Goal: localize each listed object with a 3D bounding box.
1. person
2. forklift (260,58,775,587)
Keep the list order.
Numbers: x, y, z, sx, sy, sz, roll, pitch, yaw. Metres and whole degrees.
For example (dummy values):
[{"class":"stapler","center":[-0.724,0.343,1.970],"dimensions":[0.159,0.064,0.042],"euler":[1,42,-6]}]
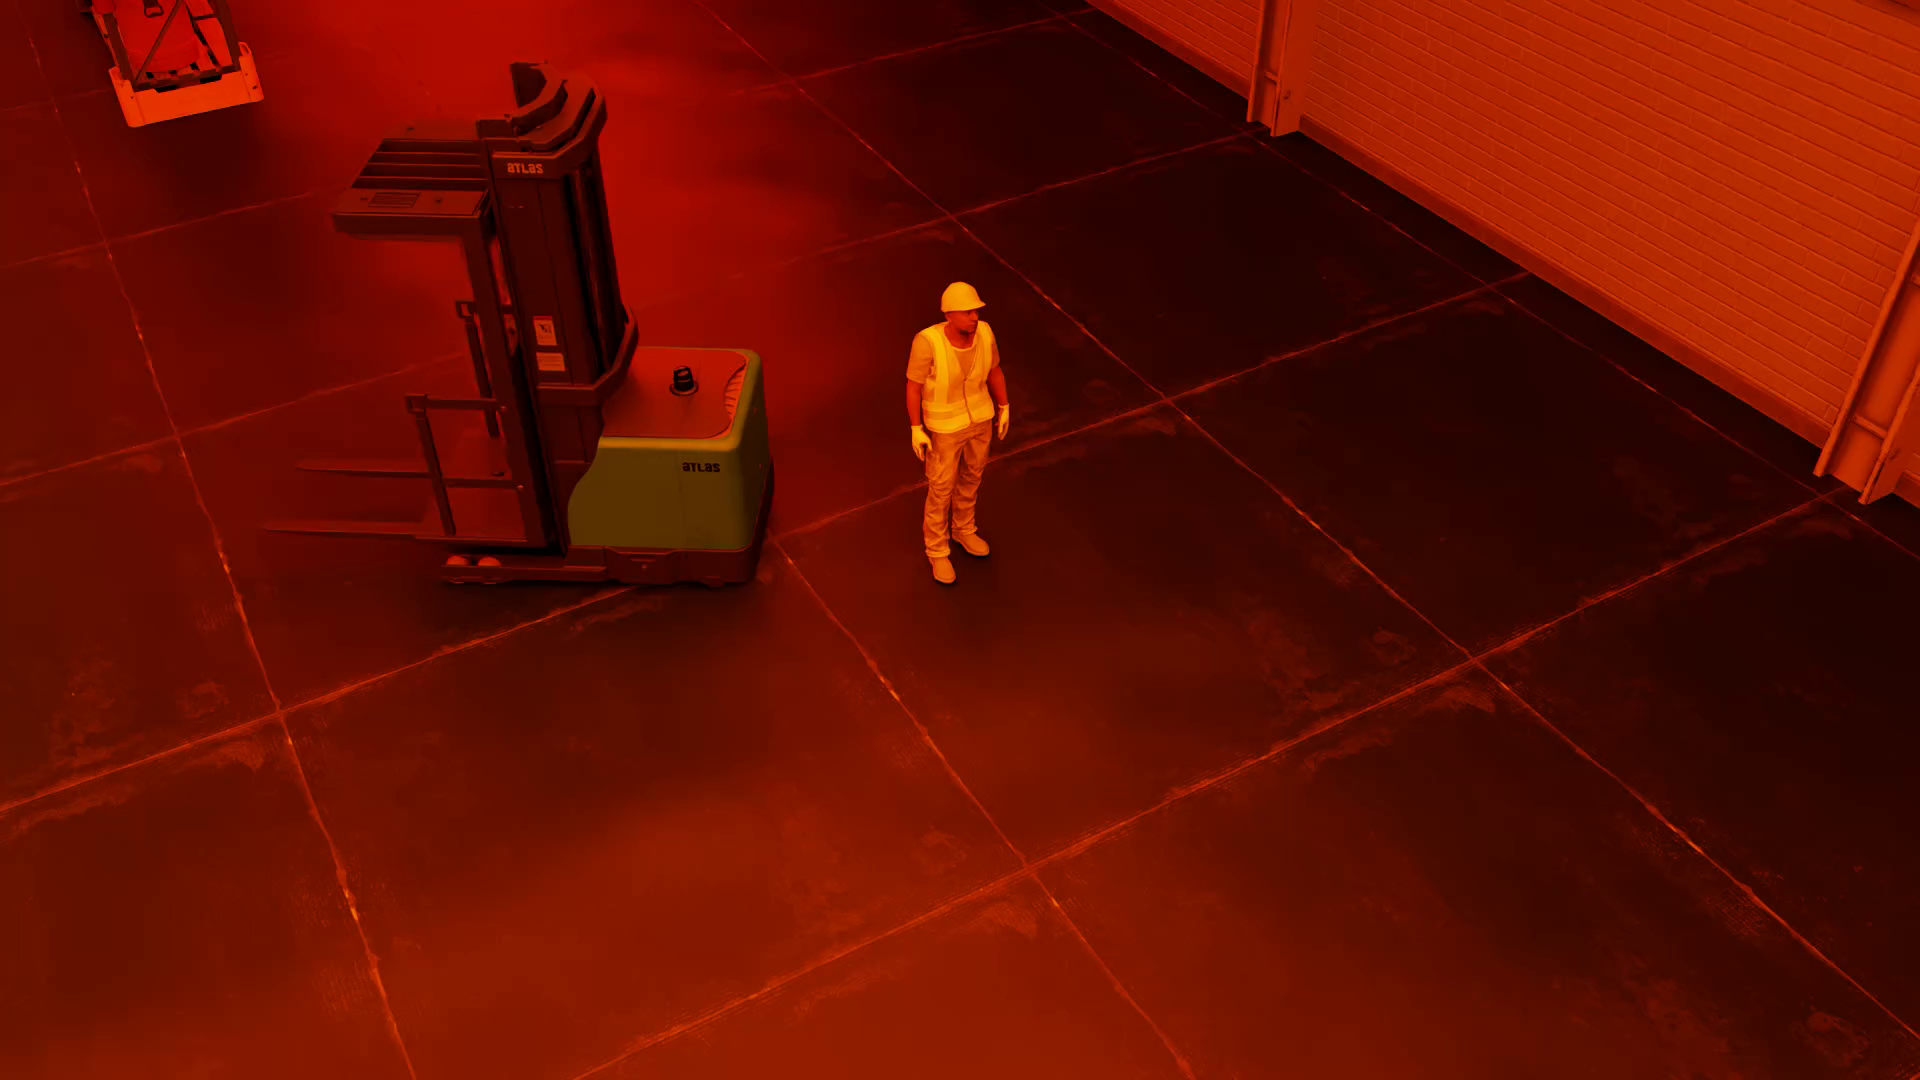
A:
[{"class":"person","center":[0.029,-0.649,9.707],"dimensions":[0.656,1.781,0.576],"euler":[-20,44,-23]},{"class":"forklift","center":[-2.717,-1.196,9.478],"dimensions":[3.031,2.935,1.130],"euler":[2,40,2]}]
